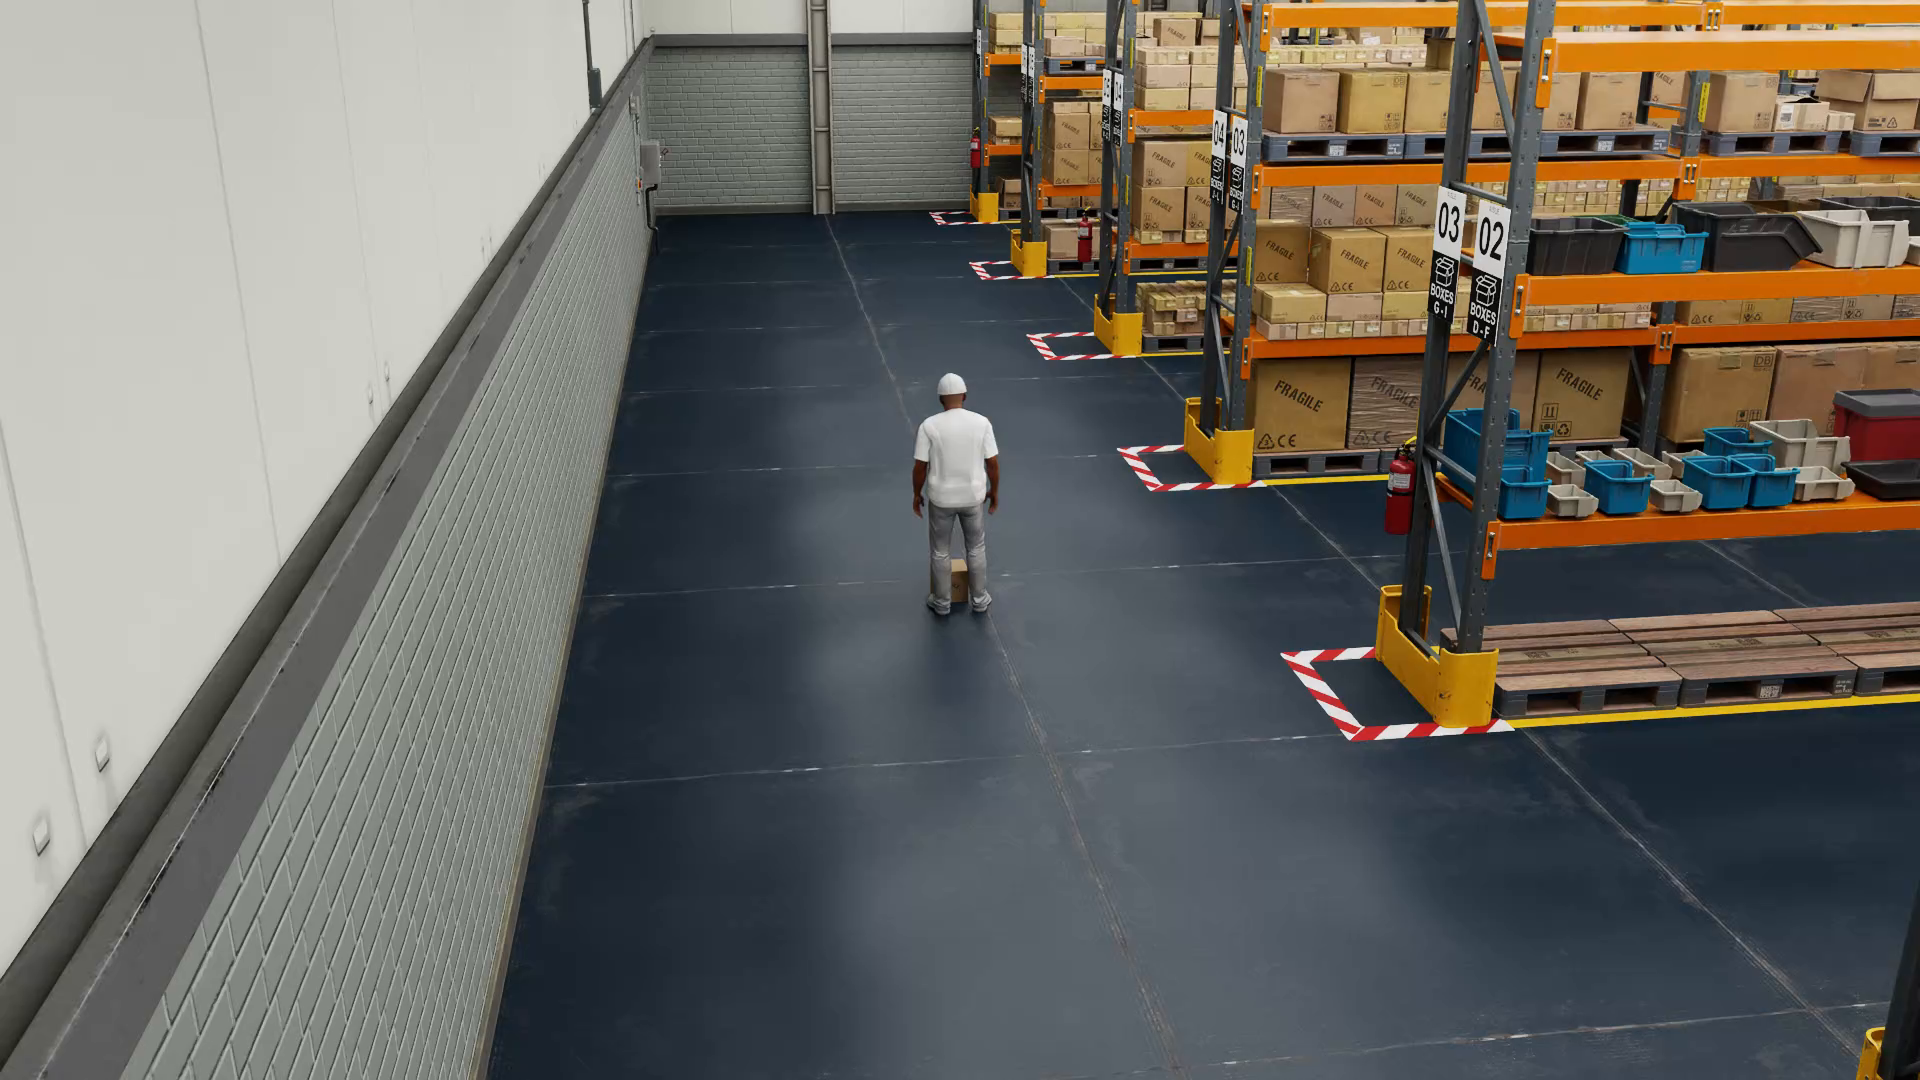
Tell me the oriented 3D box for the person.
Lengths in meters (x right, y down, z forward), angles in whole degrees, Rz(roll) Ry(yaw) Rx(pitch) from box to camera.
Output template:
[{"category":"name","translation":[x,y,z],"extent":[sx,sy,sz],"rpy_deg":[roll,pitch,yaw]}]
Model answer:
[{"category":"person","translation":[-0.029,-0.326,11.946],"extent":[0.628,1.761,0.457],"rpy_deg":[-3,20,-7]}]
